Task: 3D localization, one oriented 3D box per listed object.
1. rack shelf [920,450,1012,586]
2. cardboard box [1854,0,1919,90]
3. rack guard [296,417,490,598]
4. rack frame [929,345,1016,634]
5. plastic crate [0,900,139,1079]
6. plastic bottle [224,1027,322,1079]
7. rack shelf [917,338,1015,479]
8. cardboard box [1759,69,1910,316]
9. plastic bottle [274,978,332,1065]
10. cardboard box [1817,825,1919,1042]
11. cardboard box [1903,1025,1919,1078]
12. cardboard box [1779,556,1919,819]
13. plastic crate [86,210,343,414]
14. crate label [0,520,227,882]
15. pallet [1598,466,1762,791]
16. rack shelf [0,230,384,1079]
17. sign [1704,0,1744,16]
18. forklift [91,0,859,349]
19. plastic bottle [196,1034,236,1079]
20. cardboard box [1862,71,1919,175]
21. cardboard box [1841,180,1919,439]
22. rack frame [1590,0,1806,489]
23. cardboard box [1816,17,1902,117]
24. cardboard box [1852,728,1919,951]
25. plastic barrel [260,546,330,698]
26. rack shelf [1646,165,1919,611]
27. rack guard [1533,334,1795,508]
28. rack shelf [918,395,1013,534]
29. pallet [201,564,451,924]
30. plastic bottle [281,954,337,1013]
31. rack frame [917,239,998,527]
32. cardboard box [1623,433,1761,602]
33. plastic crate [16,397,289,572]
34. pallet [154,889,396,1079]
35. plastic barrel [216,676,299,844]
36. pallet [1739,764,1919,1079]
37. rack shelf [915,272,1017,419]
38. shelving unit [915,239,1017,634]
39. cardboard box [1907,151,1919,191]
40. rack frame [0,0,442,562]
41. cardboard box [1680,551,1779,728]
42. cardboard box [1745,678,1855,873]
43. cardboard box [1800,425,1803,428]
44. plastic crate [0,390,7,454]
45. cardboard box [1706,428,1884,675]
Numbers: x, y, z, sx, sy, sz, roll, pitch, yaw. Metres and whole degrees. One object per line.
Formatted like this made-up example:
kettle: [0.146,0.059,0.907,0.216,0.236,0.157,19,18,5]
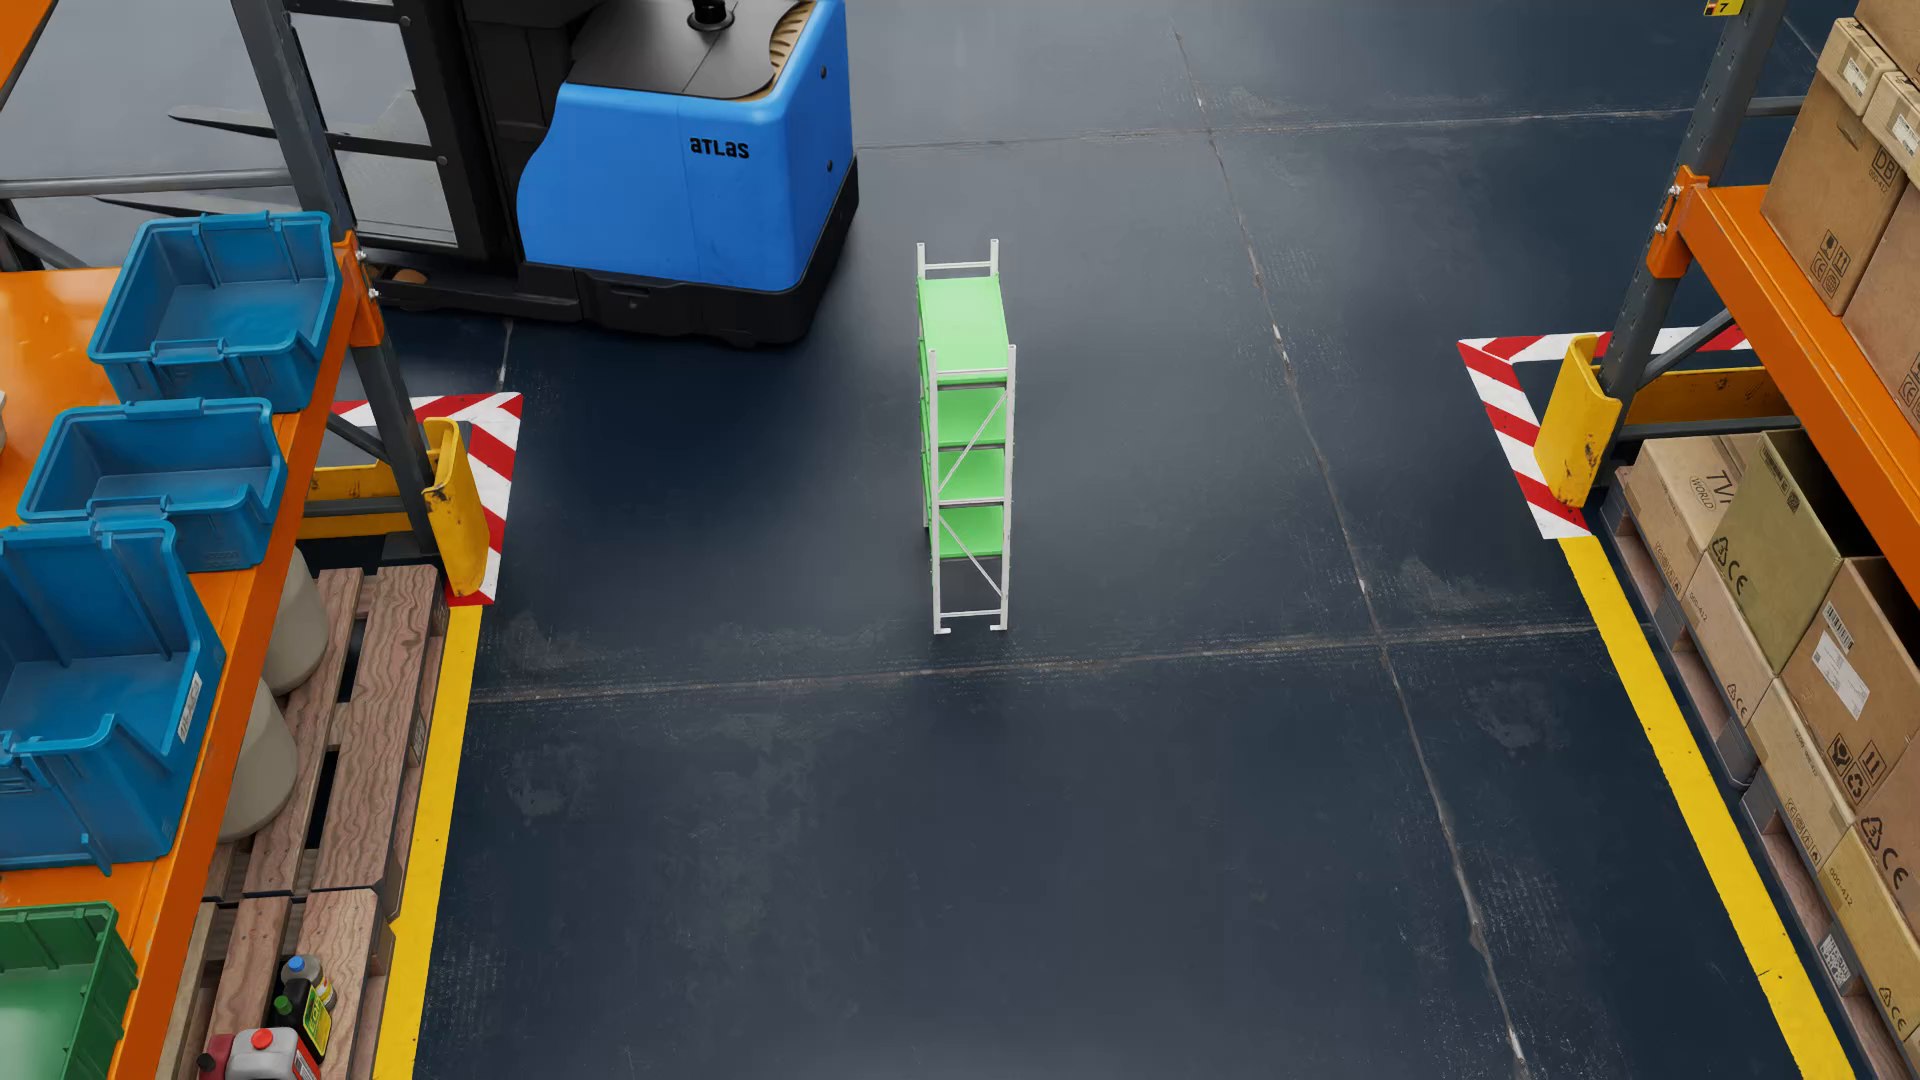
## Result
rack shelf: [0.014,-0.084,5.422,0.258,0.148,0.480,-3,47,-3]
cardboard box: [2.711,-1.388,4.036,0.700,0.500,0.500,-3,47,-3]
rack guard: [-2.203,-0.074,5.476,1.175,0.500,0.348,-3,47,-3]
rack frame: [0.034,-0.116,5.034,0.240,1.200,0.015,-3,47,-3]
plastic crate: [-1.754,0.982,2.900,0.450,0.188,0.662,-3,47,-3]
plastic bottle: [-1.672,1.286,4.039,0.152,0.276,0.135,-3,47,-3]
rack shelf: [0.014,-0.414,5.073,0.258,0.148,0.480,-3,47,-3]
cardboard box: [2.707,-0.980,4.543,0.700,0.500,0.500,-3,47,-3]
plastic bottle: [-1.637,1.183,4.132,0.061,0.283,0.133,-2,47,-2]
cardboard box: [2.627,1.004,4.338,0.500,0.250,0.500,-3,47,-3]
cardboard box: [2.670,1.366,3.995,0.500,0.250,0.500,-3,47,-3]
cardboard box: [2.602,0.383,4.409,0.500,0.500,0.500,-3,47,-3]
plastic crate: [-1.916,-0.591,4.346,0.499,0.251,0.616,-3,47,-3]
crate label: [-1.832,0.317,3.359,0.502,0.435,0.616,-3,47,-3]
pallet: [2.786,0.225,5.391,1.003,0.211,1.213,-3,47,-3]
rack shelf: [-2.089,0.709,3.508,1.077,0.370,4.000,-3,47,-3]
sign: [2.127,-1.580,4.529,0.100,0.325,0.005,-3,47,-3]
forklift: [-1.994,-2.282,5.892,3.031,2.935,1.130,8,47,8]
plastic bottle: [-1.778,1.290,4.030,0.061,0.283,0.133,-3,47,-3]
cardboard box: [2.523,-1.054,4.166,0.380,0.149,0.250,-5,47,-4]
cardboard box: [2.755,-0.600,4.184,0.700,0.500,0.500,-2,47,-2]
rack frame: [2.680,-1.284,4.900,1.000,3.000,0.127,-3,47,-3]
cardboard box: [2.499,-1.245,4.347,0.380,0.149,0.250,-4,47,-4]
cardboard box: [2.626,0.746,4.066,0.500,0.500,0.500,-3,47,-3]
plastic barrel: [-2.125,0.197,4.922,0.421,0.512,0.421,0,47,0]
rack shelf: [2.848,0.410,3.791,1.077,0.370,4.000,-3,47,-3]
rack guard: [2.678,-0.442,5.824,1.175,0.500,0.348,-3,47,-3]
rack shelf: [0.014,-0.249,5.247,0.258,0.148,0.480,-3,47,-3]
pallet: [-2.140,0.613,5.024,1.003,0.211,1.213,-3,47,-3]
plastic bottle: [-1.665,1.127,4.241,0.097,0.201,0.097,0,47,0]
rack frame: [-0.007,-0.469,5.368,0.240,1.200,0.015,-3,47,-3]
cardboard box: [2.503,-0.082,5.366,0.500,0.250,0.500,-3,47,-3]
plastic crate: [-1.867,-0.120,3.901,0.499,0.251,0.408,-3,47,-3]
pallet: [-2.041,1.494,4.190,1.003,0.211,1.213,-3,47,-3]
plastic barrel: [-2.083,0.559,4.578,0.421,0.512,0.421,0,47,0]
pallet: [2.885,1.106,4.557,1.003,0.211,1.213,-3,47,-3]
rack shelf: [0.014,-0.579,4.899,0.258,0.148,0.480,-3,47,-3]
shelving unit: [0.014,-0.293,5.201,0.258,1.200,0.503,-3,47,-3]
cardboard box: [2.543,-0.873,3.995,0.380,0.149,0.250,-3,47,-3]
rack frame: [-2.256,-0.986,4.618,1.000,3.000,0.127,-3,47,-3]
cardboard box: [2.549,0.280,5.023,0.500,0.250,0.500,-3,47,-3]
cardboard box: [2.590,0.642,4.681,0.500,0.250,0.500,-3,47,-3]
cardboard box: [3.022,-0.371,5.123,0.500,0.500,0.500,-3,47,-3]
plastic crate: [-2.502,-0.228,4.082,0.298,0.136,0.250,-3,47,-3]
cardboard box: [2.547,0.022,4.751,0.500,0.500,0.500,-3,47,-3]
